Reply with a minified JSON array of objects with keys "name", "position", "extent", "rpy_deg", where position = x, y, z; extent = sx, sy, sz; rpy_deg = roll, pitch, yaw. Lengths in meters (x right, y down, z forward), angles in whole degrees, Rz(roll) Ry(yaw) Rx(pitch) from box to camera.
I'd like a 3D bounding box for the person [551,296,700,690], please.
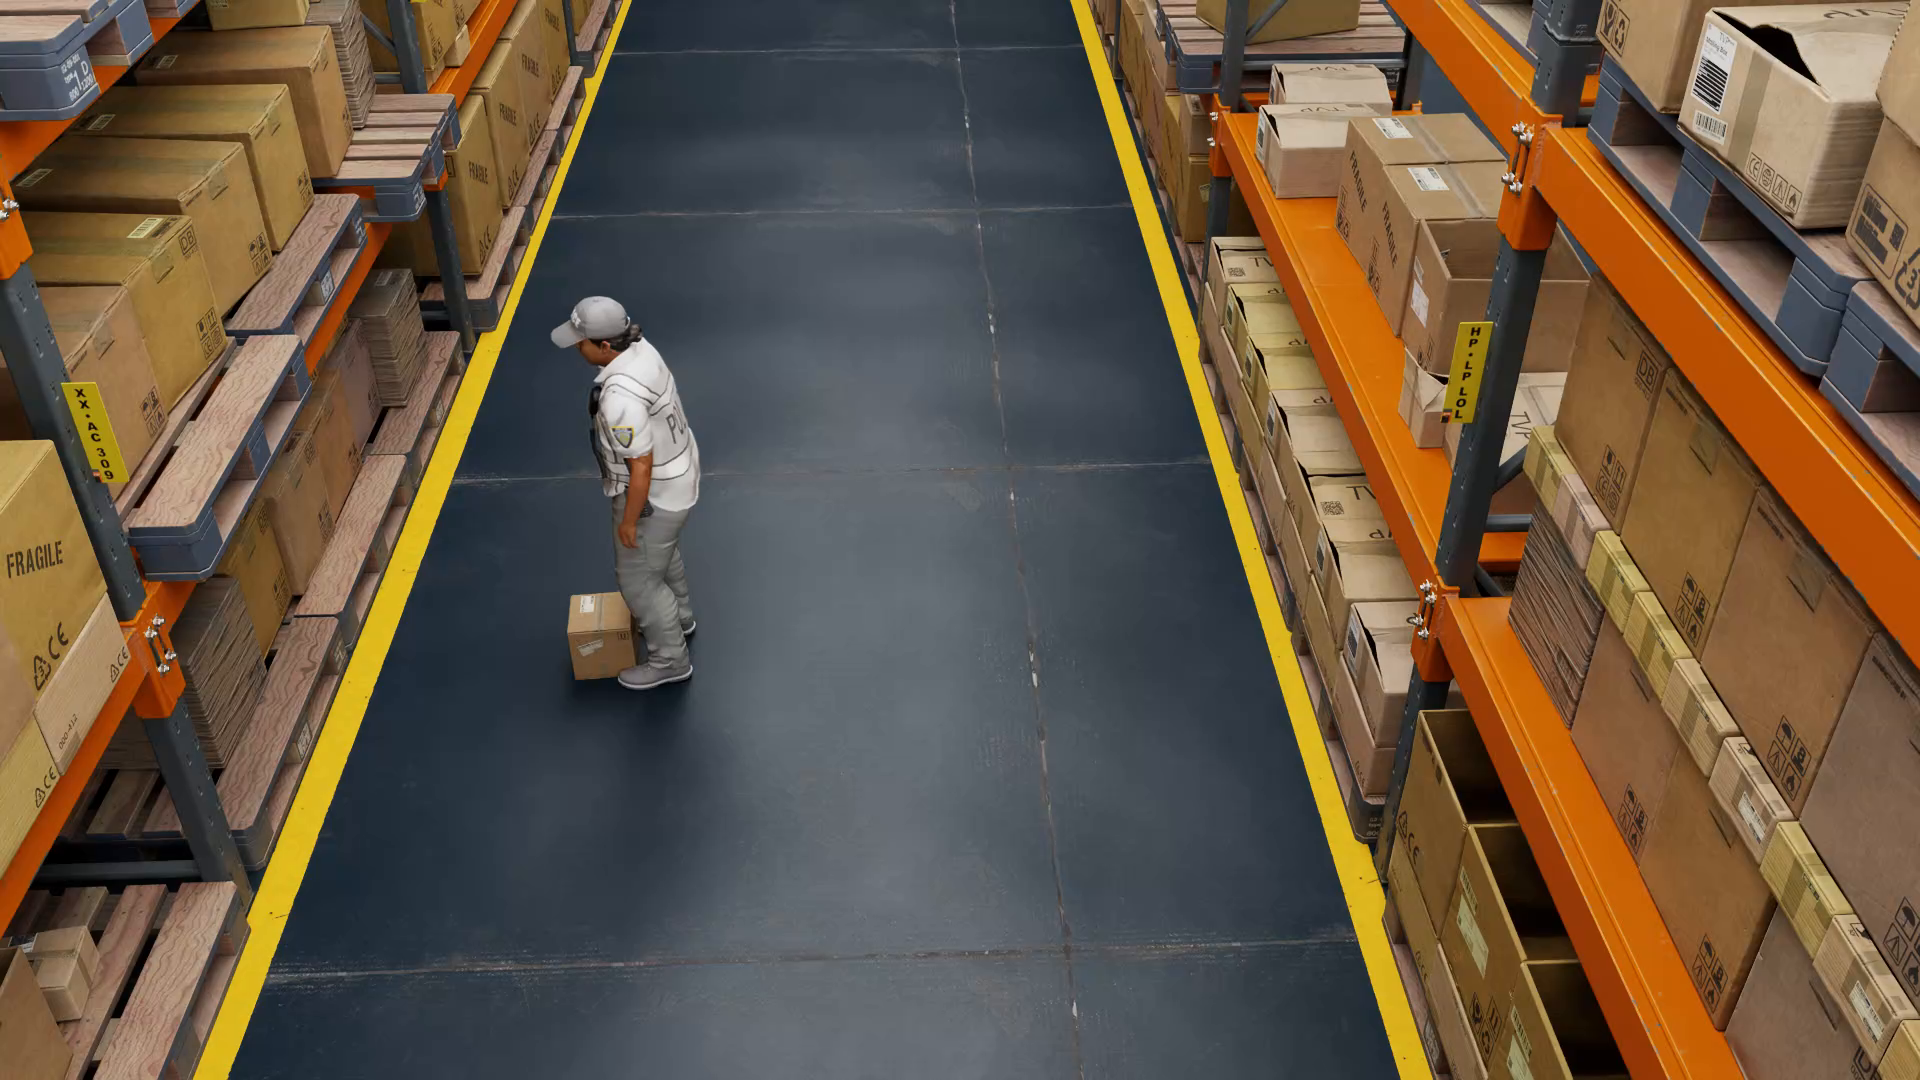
[{"name":"person","position":[-1.237,-0.196,6.415],"extent":[0.468,1.666,0.537],"rpy_deg":[-1,35,-2]}]
